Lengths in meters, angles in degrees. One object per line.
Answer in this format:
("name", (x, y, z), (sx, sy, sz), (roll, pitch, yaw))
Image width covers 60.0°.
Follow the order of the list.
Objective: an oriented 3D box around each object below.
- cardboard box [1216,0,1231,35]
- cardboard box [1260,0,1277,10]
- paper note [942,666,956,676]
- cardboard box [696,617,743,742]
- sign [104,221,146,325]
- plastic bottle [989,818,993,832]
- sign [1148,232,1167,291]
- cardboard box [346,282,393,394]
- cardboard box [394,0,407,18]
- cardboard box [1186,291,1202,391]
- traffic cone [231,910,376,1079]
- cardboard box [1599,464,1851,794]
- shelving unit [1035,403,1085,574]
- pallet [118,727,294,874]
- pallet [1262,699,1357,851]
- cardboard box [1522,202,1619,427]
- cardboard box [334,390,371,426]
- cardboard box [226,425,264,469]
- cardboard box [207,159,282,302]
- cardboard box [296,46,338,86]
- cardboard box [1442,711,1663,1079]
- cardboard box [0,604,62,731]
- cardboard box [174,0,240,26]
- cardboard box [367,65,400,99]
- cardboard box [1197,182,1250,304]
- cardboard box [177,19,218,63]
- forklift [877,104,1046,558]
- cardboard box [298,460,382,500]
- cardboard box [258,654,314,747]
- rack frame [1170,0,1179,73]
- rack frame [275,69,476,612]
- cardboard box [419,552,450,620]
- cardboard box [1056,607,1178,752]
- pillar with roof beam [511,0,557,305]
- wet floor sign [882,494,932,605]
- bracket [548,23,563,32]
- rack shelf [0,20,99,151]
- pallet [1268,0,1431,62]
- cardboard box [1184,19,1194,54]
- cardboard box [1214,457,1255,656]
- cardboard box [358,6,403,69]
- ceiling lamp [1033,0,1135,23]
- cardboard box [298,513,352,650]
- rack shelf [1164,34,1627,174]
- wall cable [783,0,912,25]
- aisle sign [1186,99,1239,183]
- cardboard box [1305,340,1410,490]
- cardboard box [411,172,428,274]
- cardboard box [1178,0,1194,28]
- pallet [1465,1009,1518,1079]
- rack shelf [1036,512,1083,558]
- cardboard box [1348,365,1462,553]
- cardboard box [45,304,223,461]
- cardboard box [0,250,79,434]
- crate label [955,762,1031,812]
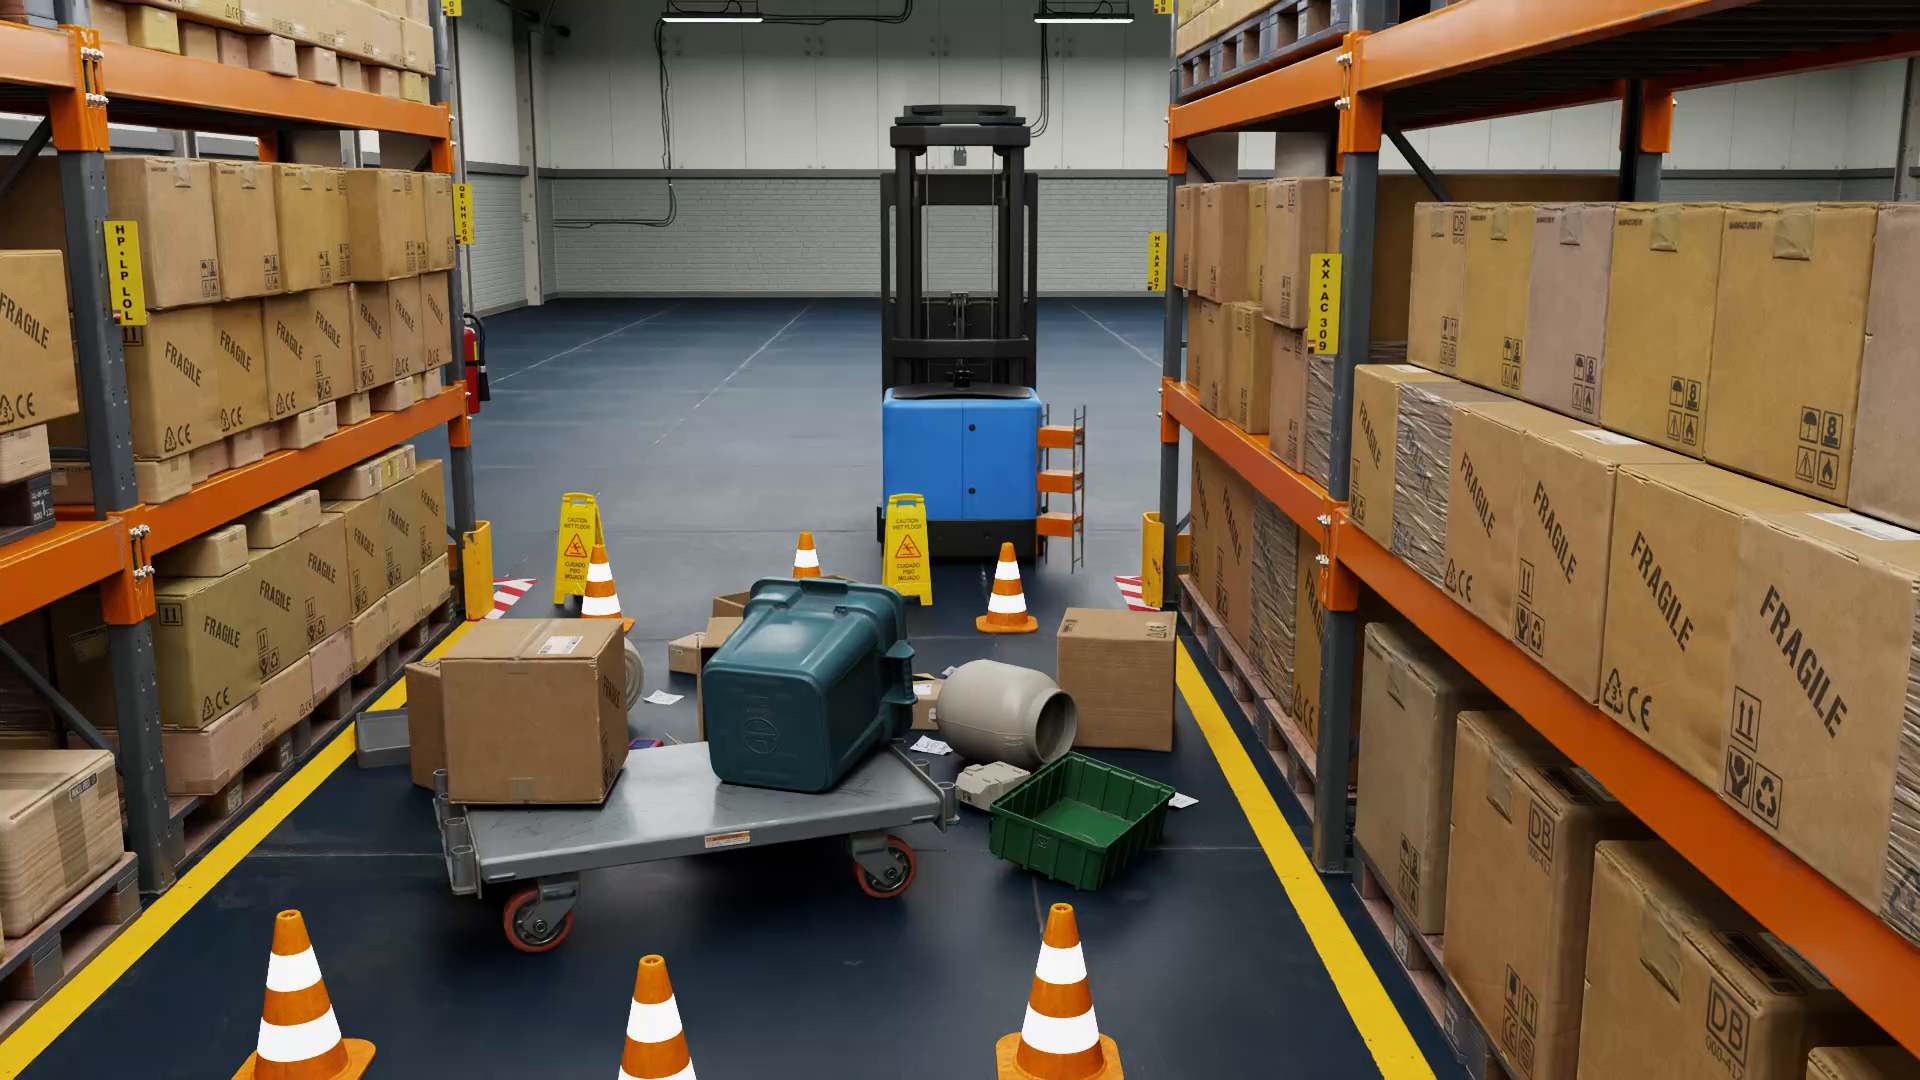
("cardboard box", (1.380, -2.390, 7.577), (0.380, 0.149, 0.250), (0, 11, -2))
("cardboard box", (1.402, -2.189, 6.582), (0.380, 0.149, 0.250), (0, 11, 0))
("paper note", (0.002, 0.657, 8.247), (0.144, 0.017, 0.142), (4, 12, 18))
("cardboard box", (-0.684, 0.613, 6.931), (0.797, 0.637, 0.503), (0, 11, -1))
("sign", (-2.642, -0.844, 5.262), (0.100, 0.325, 0.005), (0, 11, -1))
("plastic bottle", (0.236, 1.077, 6.094), (0.133, 0.061, 0.283), (-7, 13, -30))
("sign", (1.112, -1.571, 9.382), (0.100, 0.325, 0.005), (0, 11, -1))
("cardboard box", (-2.980, -0.958, 7.735), (0.500, 0.500, 0.500), (0, 11, -1))
("cardboard box", (-3.010, -2.689, 8.351), (0.380, 0.149, 0.250), (0, 11, 0))
("cardboard box", (1.720, -1.109, 9.104), (0.875, 0.550, 0.550), (0, 11, -1))
("traffic cone", (-1.771, 1.211, 4.428), (0.336, 0.463, 0.334), (0, 11, -1))
("cardboard box", (1.536, 0.145, 3.047), (0.500, 0.500, 0.500), (0, 11, -2))
("shelving unit", (0.635, -0.326, 10.525), (0.252, 1.050, 0.215), (5, 12, 22))
("pallet", (-3.246, 0.960, 6.297), (1.003, 0.211, 1.213), (0, 11, -1))
("pallet", (1.813, 0.901, 6.586), (1.003, 0.211, 1.213), (0, 11, -1))
("cardboard box", (1.789, -0.552, 3.967), (0.700, 0.500, 0.500), (0, 11, -1))
("cardboard box", (-2.961, -0.618, 7.693), (0.380, 0.149, 0.250), (0, 11, -2))
("cardboard box", (-2.946, -0.366, 6.452), (0.380, 0.149, 0.250), (0, 11, 1))
("cardboard box", (-2.978, -1.148, 6.160), (0.700, 0.500, 0.500), (0, 11, -1))
("cardboard box", (-2.916, -2.041, 7.161), (0.380, 0.149, 0.250), (0, 11, -2))
("cardboard box", (1.869, 0.898, 4.192), (1.050, 0.750, 0.750), (0, 11, -1))
("cardboard box", (-3.477, 0.384, 6.094), (0.500, 0.500, 0.500), (0, 11, -2))
("cardboard box", (-2.952, -2.007, 5.992), (0.500, 0.250, 0.500), (0, 11, -2))
("cardboard box", (-2.983, -2.243, 8.161), (0.380, 0.149, 0.250), (0, 11, 1))
("cardboard box", (1.616, -1.417, 7.906), (0.875, 0.550, 0.550), (0, 11, -1))
("cardboard box", (-2.989, -1.834, 6.144), (0.380, 0.149, 0.250), (0, 11, 1))
("forklift", (-0.013, -1.560, 11.878), (1.130, 2.935, 3.031), (0, 11, -1))
("cardboard box", (-2.922, -0.279, 7.732), (0.380, 0.149, 0.250), (0, 11, 1))
("cardboard box", (-2.961, 0.644, 6.701), (0.500, 0.250, 0.500), (0, 11, 2))
("rack frame", (1.667, -4.049, 8.885), (1.000, 3.000, 0.127), (0, 11, -1))
("rack frame", (-3.279, -1.069, 9.282), (1.000, 3.000, 0.127), (0, 11, -1))
("cardboard box", (-2.993, 0.238, 8.704), (0.500, 0.250, 0.500), (0, 11, -1))
("cardboard box", (0.692, 0.606, 7.311), (0.500, 0.500, 0.500), (2, 12, 9))
("pillar with roof beam", (-5.445, -9.827, 37.363), (9.100, 9.000, 0.548), (0, 11, -1))
("wet floor sign", (-0.313, 0.047, 9.704), (0.267, 0.644, 0.232), (-2, 12, -11))
("bracket", (-9.439, -12.011, 39.075), (0.076, 0.066, 3.189), (0, 11, -1))
("rack shelf", (-3.155, -0.993, 3.176), (1.077, 0.370, 4.000), (0, 11, -1))
("pallet", (1.744, -1.903, 6.074), (1.003, 0.211, 1.213), (0, 11, -1))
("cardboard box", (1.360, -2.591, 8.564), (0.380, 0.149, 0.250), (0, 11, -1))
("cardboard box", (1.768, 0.036, 8.126), (0.875, 0.875, 0.875), (0, 11, -2))
("cardboard box", (-3.004, -2.410, 7.980), (0.500, 0.250, 0.500), (0, 11, -2))
("ceiling lamp", (2.468, -11.951, 33.155), (2.000, 3.185, 0.800), (0, 11, -1))
("cardboard box", (-2.971, 0.173, 7.136), (0.500, 0.500, 0.500), (0, 11, 2))
("rack shelf", (1.709, -1.829, 7.295), (1.077, 0.370, 4.000), (0, 11, -1))
("wall cable", (-2.689, -13.606, 39.661), (3.097, 2.526, 0.112), (0, 11, -1))
("aisle sign", (1.366, -2.396, 9.286), (0.394, 0.787, 0.004), (0, 11, -1))
("cardboard box", (1.731, -0.461, 5.908), (0.875, 0.550, 0.550), (0, 11, -1))
("cardboard box", (-3.048, -1.552, 8.151), (0.700, 0.500, 0.500), (0, 11, -1))
("cardboard box", (1.421, -2.809, 8.639), (0.500, 0.250, 0.500), (0, 11, -1))
("pallet", (1.870, 1.449, 3.886), (1.003, 0.211, 1.213), (0, 11, -1))
("rack shelf", (0.635, -0.043, 10.582), (0.240, 0.259, 0.215), (5, 12, 22))
("cardboard box", (1.492, -0.257, 5.031), (0.500, 0.500, 0.500), (0, 11, -1))
("cardboard box", (-2.927, -0.557, 5.760), (0.500, 0.500, 0.500), (0, 11, -1))
("cardboard box", (-2.958, -0.583, 4.833), (0.500, 0.500, 0.500), (0, 11, -2))
("crate label", (0.134, 0.963, 6.469), (0.298, 0.136, 0.250), (-10, 15, -40))
